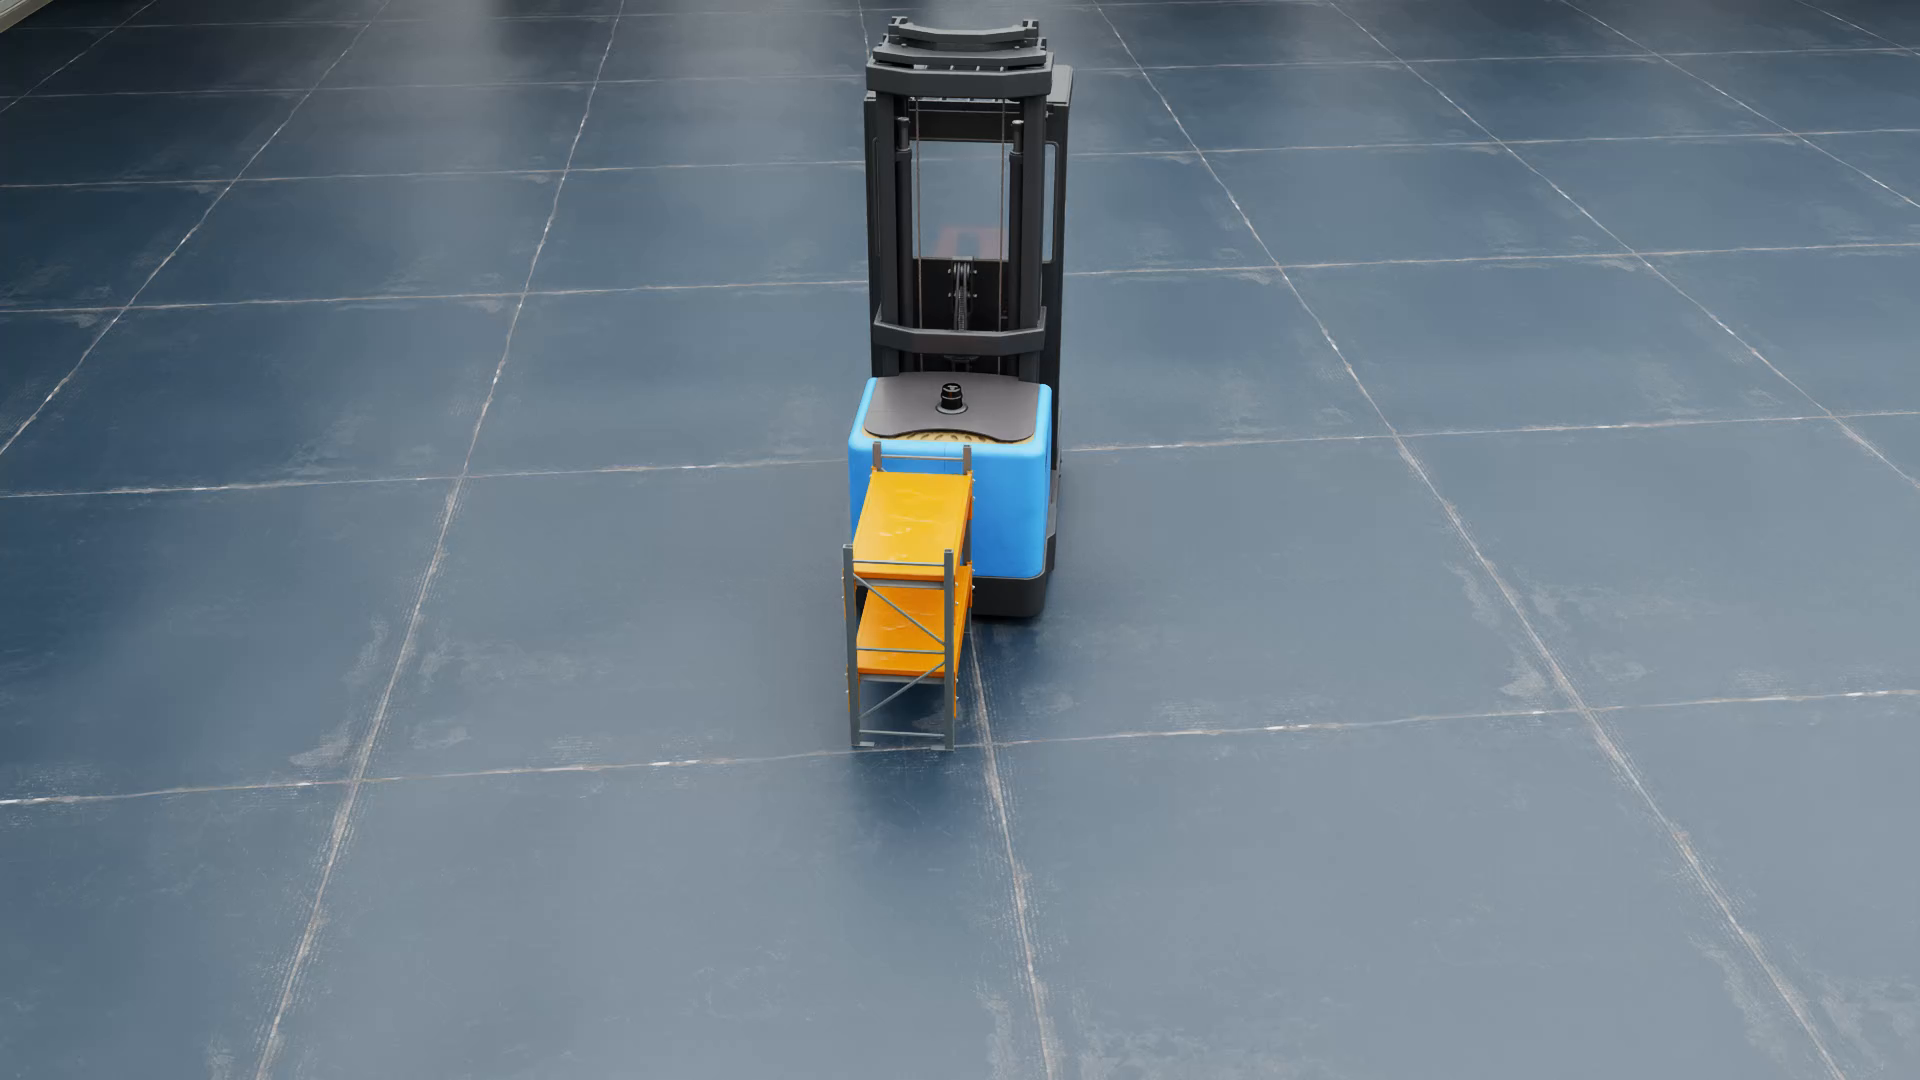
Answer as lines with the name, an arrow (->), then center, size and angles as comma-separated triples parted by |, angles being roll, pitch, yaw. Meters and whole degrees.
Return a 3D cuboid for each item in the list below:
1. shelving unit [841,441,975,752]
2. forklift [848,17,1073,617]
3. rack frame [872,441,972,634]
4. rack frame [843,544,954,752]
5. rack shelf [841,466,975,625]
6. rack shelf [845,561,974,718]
shelving unit -> -0.235, 0.261, 8.216 | 0.538, 1.125, 1.048 | 3, 31, 4
forklift -> 0.056, -1.576, 9.530 | 1.130, 2.935, 3.031 | 3, 31, 4
rack frame -> -0.191, 0.001, 8.651 | 0.500, 1.125, 0.032 | 3, 31, 4
rack frame -> -0.278, 0.521, 7.782 | 0.500, 1.125, 0.032 | 3, 31, 4
rack shelf -> -0.235, 0.010, 8.066 | 0.538, 0.278, 1.000 | 3, 31, 4
rack shelf -> -0.235, 0.471, 8.342 | 0.538, 0.278, 1.000 | 3, 31, 4
